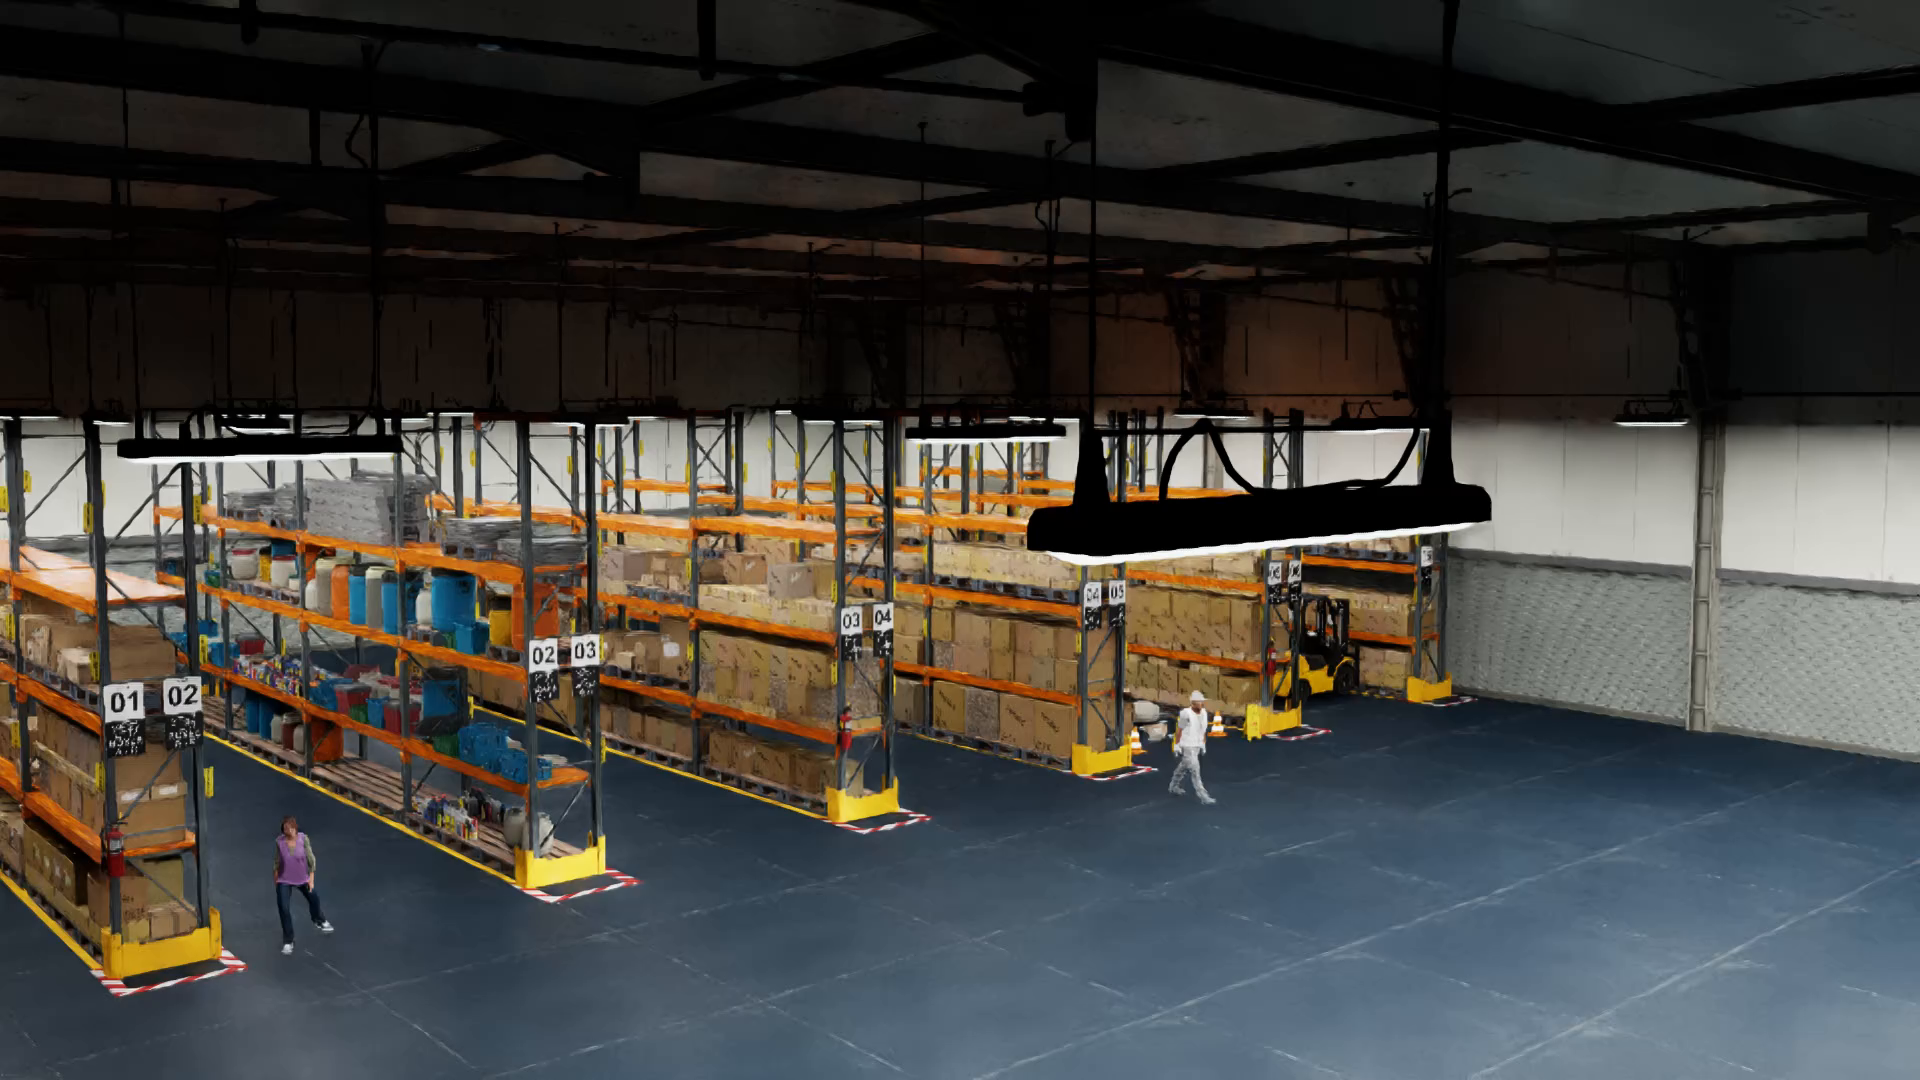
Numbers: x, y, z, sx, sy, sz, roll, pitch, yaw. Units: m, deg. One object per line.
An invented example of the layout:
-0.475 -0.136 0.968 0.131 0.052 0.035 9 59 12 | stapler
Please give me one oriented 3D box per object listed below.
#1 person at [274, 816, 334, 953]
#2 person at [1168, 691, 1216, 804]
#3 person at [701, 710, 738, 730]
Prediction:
-7.531 3.881 19.099 0.635 1.537 0.684 -2 6 -26 | person
3.662 3.187 25.893 0.564 1.704 1.112 -5 7 -43 | person
-4.454 2.817 30.865 1.060 1.571 0.470 4 6 39 | person
